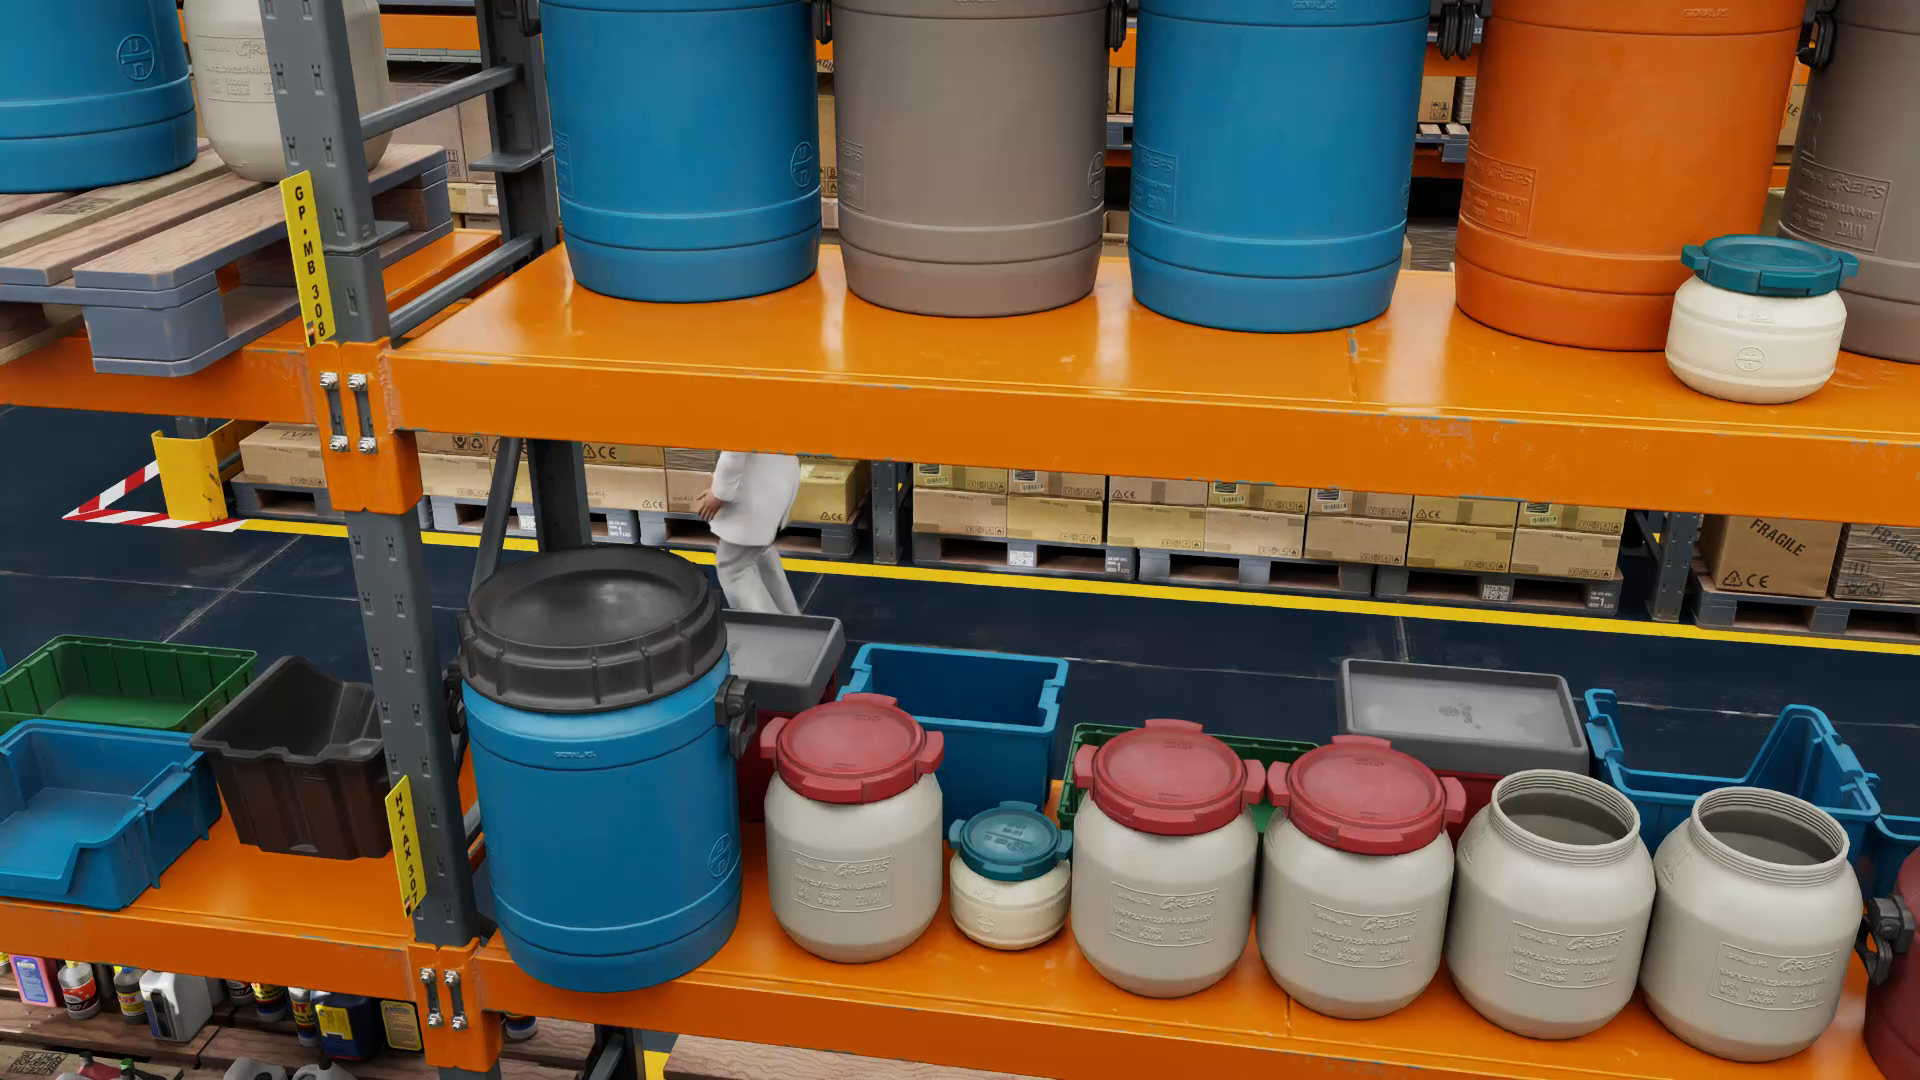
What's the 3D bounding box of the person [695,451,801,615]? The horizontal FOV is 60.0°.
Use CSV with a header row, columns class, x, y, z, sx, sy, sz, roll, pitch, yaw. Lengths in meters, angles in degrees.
class,x,y,z,sx,sy,sz,roll,pitch,yaw
person,-0.971,-0.259,7.754,0.409,1.737,0.587,5,25,11
